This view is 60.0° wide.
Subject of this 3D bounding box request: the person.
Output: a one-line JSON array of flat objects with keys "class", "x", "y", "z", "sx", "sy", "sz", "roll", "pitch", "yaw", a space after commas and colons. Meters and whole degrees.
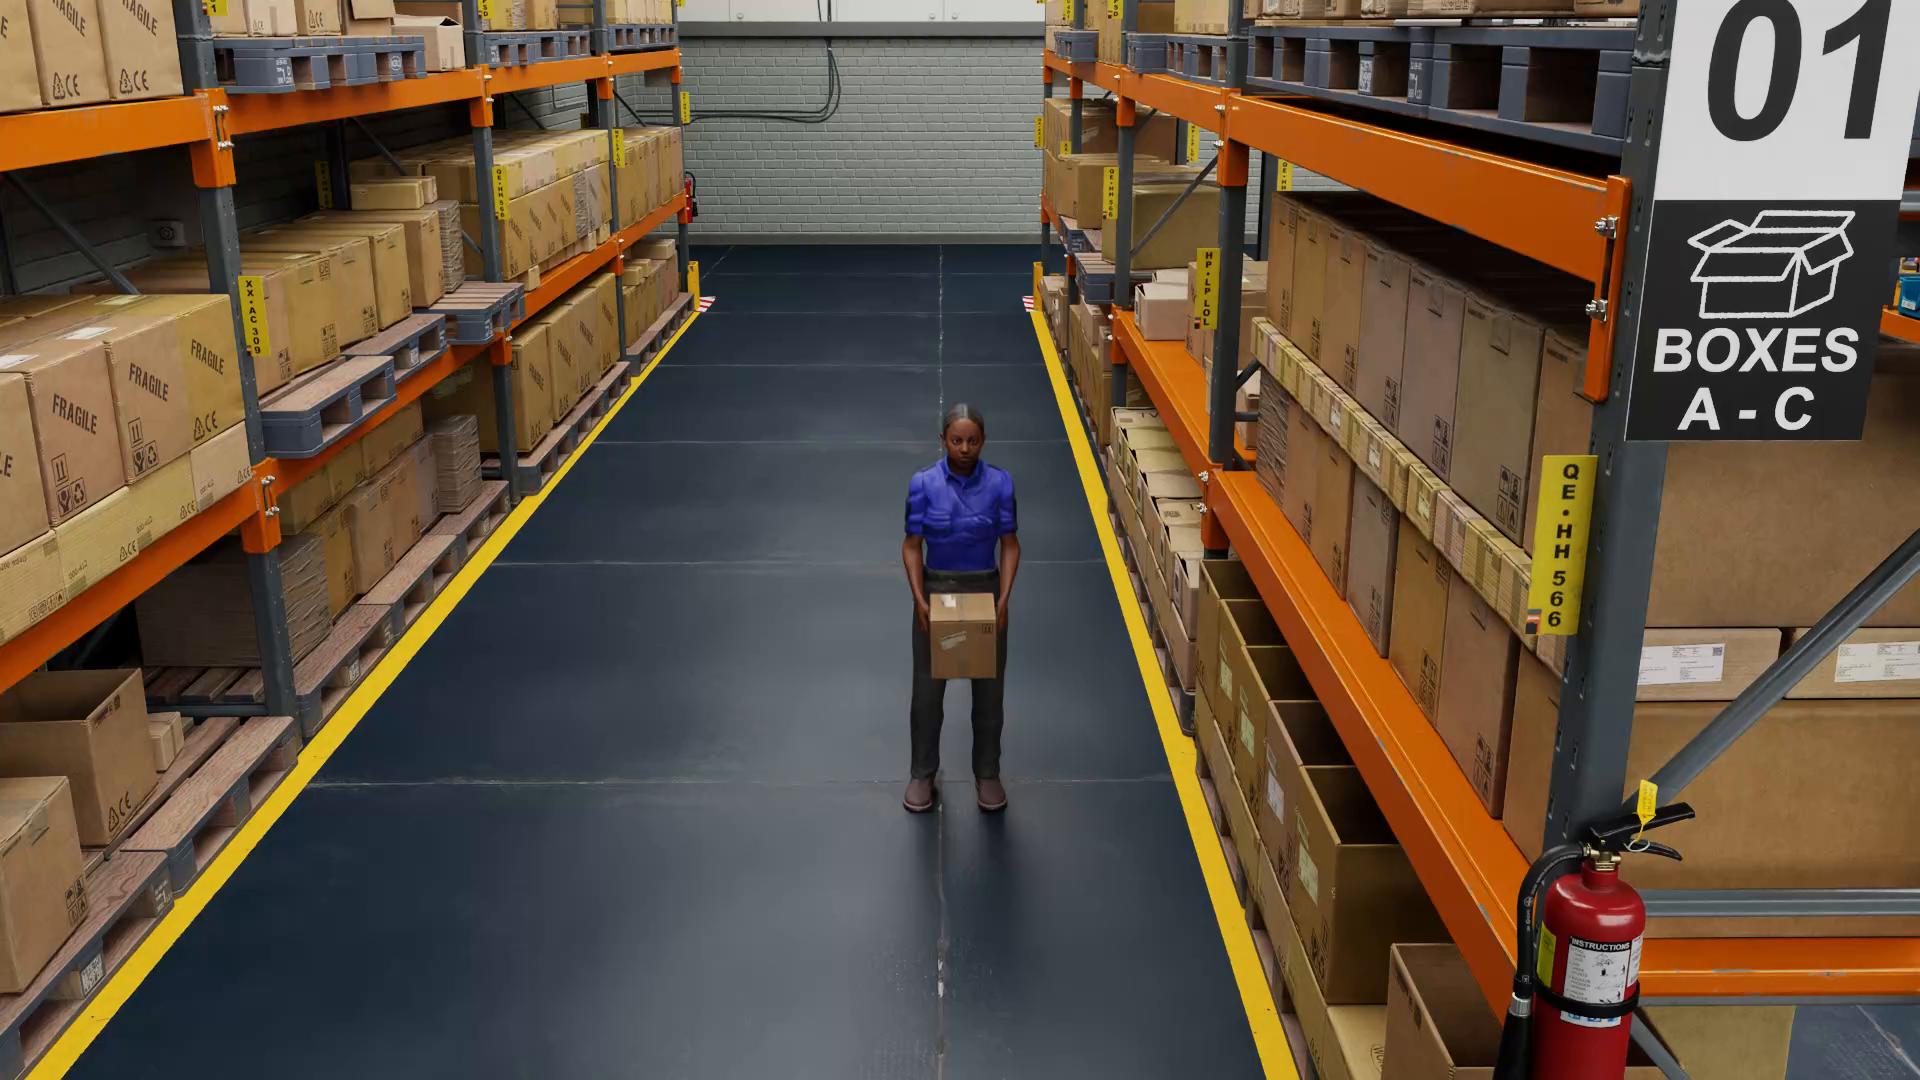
[{"class": "person", "x": 0.005, "y": 0.277, "z": 6.650, "sx": 0.478, "sy": 1.663, "sz": 0.405, "roll": -1, "pitch": 17, "yaw": -2}]
